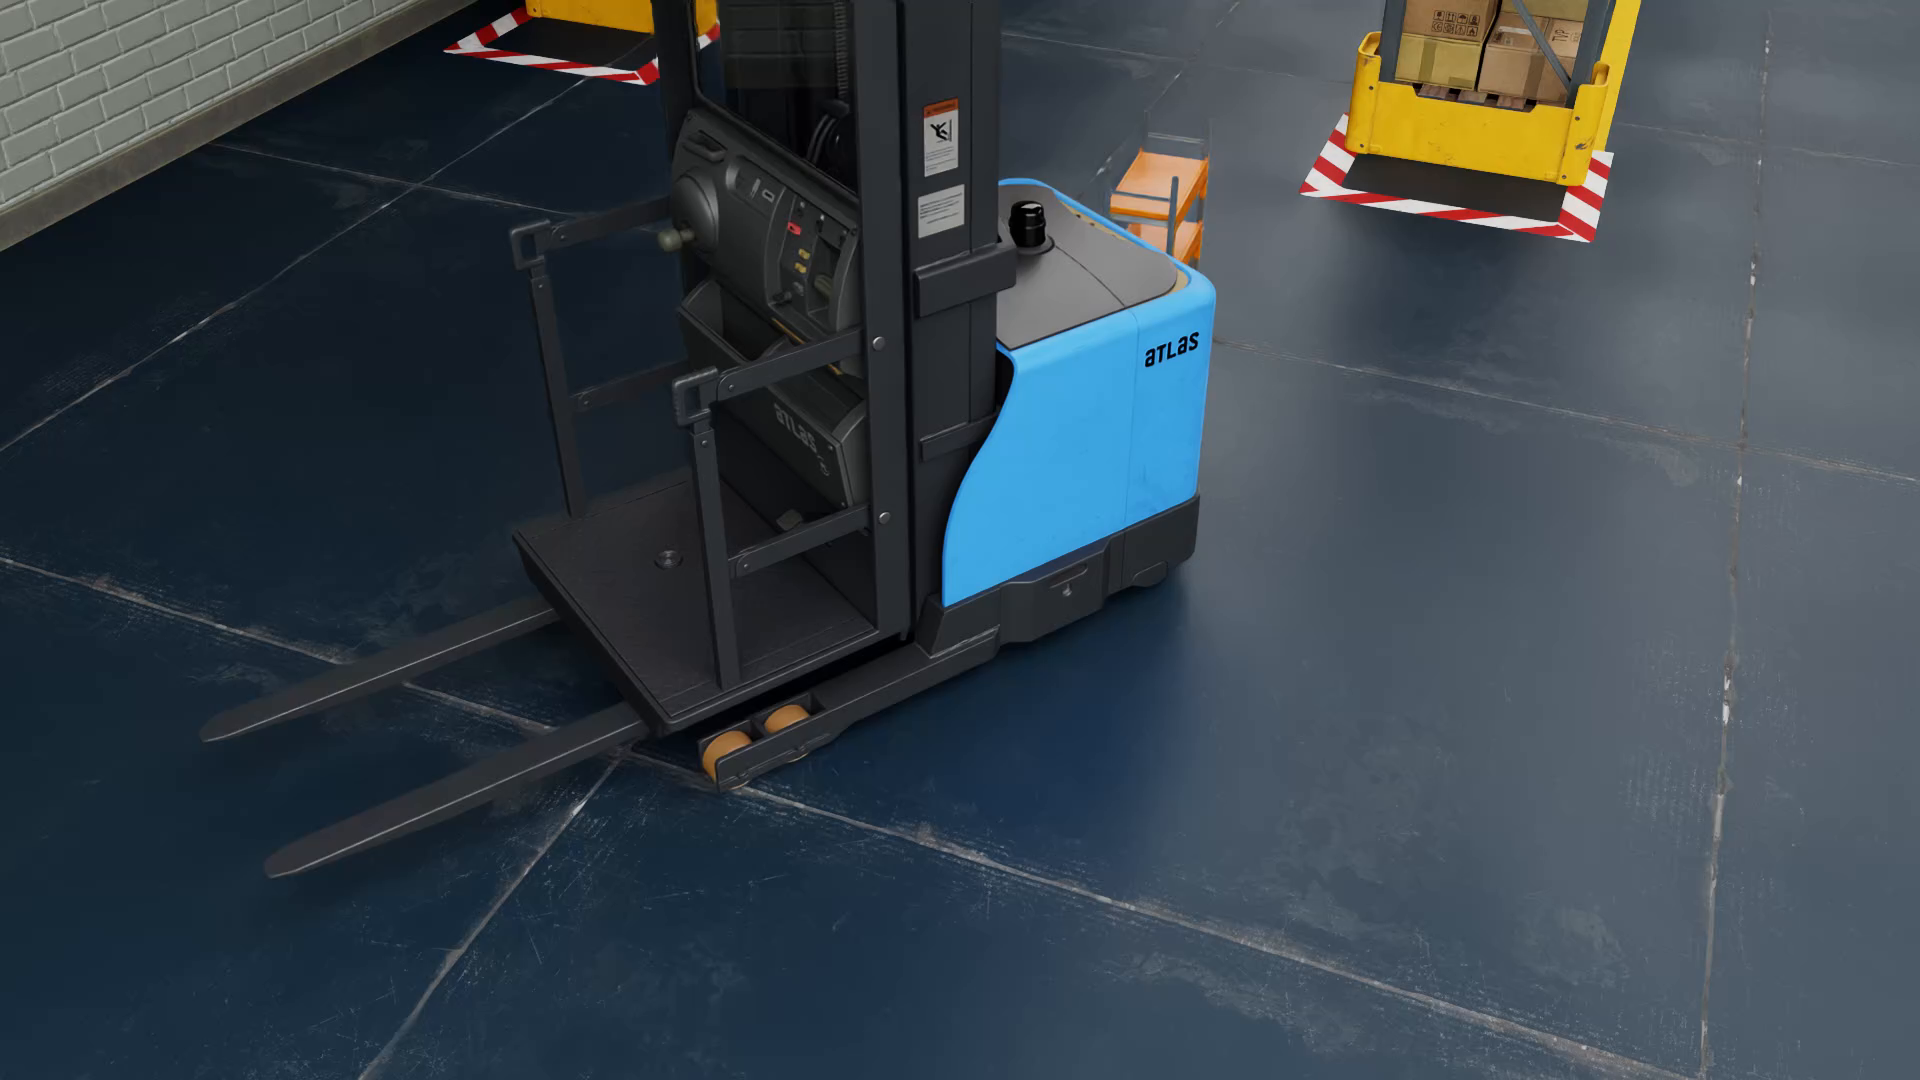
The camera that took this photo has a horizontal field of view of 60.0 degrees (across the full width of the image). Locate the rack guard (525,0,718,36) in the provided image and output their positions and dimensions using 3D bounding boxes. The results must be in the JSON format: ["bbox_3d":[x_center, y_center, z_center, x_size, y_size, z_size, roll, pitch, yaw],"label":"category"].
[{"bbox_3d":[-2.014,-3.308,9.759,1.175,0.500,0.348,14,39,18],"label":"rack guard"}]

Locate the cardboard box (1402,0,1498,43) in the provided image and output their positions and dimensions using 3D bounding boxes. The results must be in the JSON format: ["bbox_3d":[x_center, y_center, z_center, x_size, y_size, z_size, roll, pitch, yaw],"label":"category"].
[{"bbox_3d":[2.468,-2.873,8.408,0.500,0.500,0.500,14,39,18],"label":"cardboard box"}]

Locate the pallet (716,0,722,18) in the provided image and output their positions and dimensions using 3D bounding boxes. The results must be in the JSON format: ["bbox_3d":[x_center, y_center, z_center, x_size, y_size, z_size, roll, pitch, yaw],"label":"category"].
[{"bbox_3d":[-1.673,-3.634,10.436,1.003,0.211,1.213,14,39,18],"label":"pallet"}]

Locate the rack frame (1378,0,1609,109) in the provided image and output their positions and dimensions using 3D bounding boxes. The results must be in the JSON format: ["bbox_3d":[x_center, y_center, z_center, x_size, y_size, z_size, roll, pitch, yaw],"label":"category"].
[{"bbox_3d":[2.539,-3.141,7.447,1.000,3.000,0.127,14,39,18],"label":"rack frame"}]

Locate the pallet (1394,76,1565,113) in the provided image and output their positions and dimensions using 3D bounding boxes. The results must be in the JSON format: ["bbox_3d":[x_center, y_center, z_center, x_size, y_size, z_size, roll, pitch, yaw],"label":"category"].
[{"bbox_3d":[2.792,-2.457,8.861,1.003,0.211,1.213,14,39,18],"label":"pallet"}]

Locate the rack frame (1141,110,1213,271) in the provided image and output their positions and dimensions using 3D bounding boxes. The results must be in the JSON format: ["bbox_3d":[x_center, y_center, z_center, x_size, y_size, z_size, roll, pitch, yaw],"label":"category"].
[{"bbox_3d":[0.745,-0.973,6.049,0.240,1.200,0.015,12,38,15],"label":"rack frame"}]

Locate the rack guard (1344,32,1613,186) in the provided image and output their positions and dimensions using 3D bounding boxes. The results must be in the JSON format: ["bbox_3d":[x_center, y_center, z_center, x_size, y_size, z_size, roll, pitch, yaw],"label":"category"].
[{"bbox_3d":[2.530,-2.127,8.178,1.175,0.500,0.348,14,39,18],"label":"rack guard"}]

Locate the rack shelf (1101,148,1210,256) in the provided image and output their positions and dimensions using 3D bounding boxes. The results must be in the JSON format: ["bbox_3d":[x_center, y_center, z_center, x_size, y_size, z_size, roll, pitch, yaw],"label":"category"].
[{"bbox_3d":[0.664,-1.150,5.629,0.258,0.148,0.480,12,38,15],"label":"rack shelf"}]

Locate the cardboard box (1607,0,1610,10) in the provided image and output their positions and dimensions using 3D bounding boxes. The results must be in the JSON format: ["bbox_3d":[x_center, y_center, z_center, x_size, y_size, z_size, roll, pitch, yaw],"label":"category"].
[{"bbox_3d":[3.521,-3.284,9.585,0.500,0.250,0.500,14,39,18],"label":"cardboard box"}]

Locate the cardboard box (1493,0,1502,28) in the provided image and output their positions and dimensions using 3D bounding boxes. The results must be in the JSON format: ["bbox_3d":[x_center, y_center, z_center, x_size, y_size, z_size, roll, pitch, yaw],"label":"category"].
[{"bbox_3d":[2.649,-2.852,9.006,0.500,0.250,0.500,14,39,18],"label":"cardboard box"}]

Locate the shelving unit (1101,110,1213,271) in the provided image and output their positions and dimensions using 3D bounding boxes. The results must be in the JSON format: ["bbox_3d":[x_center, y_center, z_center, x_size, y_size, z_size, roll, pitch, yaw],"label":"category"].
[{"bbox_3d":[0.664,-0.835,5.865,0.258,1.200,0.503,12,38,15],"label":"shelving unit"}]

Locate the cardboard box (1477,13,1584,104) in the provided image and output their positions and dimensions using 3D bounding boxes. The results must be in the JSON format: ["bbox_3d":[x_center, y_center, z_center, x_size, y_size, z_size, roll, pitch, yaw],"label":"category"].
[{"bbox_3d":[2.949,-2.454,8.474,0.500,0.250,0.500,14,39,18],"label":"cardboard box"}]

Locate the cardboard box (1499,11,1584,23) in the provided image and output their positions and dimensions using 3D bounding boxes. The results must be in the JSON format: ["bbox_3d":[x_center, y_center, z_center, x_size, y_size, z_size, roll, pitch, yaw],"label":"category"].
[{"bbox_3d":[3.136,-2.732,8.845,0.500,0.250,0.500,14,39,18],"label":"cardboard box"}]

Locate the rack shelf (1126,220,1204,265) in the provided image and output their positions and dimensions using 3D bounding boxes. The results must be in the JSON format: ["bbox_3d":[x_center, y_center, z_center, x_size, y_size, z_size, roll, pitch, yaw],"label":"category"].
[{"bbox_3d":[0.664,-0.960,5.771,0.258,0.148,0.480,12,38,15],"label":"rack shelf"}]

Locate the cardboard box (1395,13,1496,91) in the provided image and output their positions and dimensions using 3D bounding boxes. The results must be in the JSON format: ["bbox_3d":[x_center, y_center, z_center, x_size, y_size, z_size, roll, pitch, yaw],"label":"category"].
[{"bbox_3d":[2.470,-2.572,8.632,0.500,0.250,0.500,14,39,18],"label":"cardboard box"}]

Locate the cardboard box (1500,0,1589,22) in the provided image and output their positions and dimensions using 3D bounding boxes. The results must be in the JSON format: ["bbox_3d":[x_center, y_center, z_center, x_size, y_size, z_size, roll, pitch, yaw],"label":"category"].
[{"bbox_3d":[3.138,-3.032,8.620,0.500,0.500,0.500,14,39,18],"label":"cardboard box"}]

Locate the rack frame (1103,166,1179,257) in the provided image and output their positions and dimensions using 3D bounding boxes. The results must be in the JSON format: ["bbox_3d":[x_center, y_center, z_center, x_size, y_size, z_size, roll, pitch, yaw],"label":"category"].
[{"bbox_3d":[0.583,-0.697,5.680,0.240,1.200,0.015,12,38,15],"label":"rack frame"}]

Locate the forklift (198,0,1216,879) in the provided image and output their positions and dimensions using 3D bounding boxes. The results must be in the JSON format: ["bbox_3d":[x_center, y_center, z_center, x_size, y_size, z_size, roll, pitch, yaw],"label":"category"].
[{"bbox_3d":[-0.709,-0.819,4.397,3.031,2.935,1.130,-23,42,-27],"label":"forklift"}]
